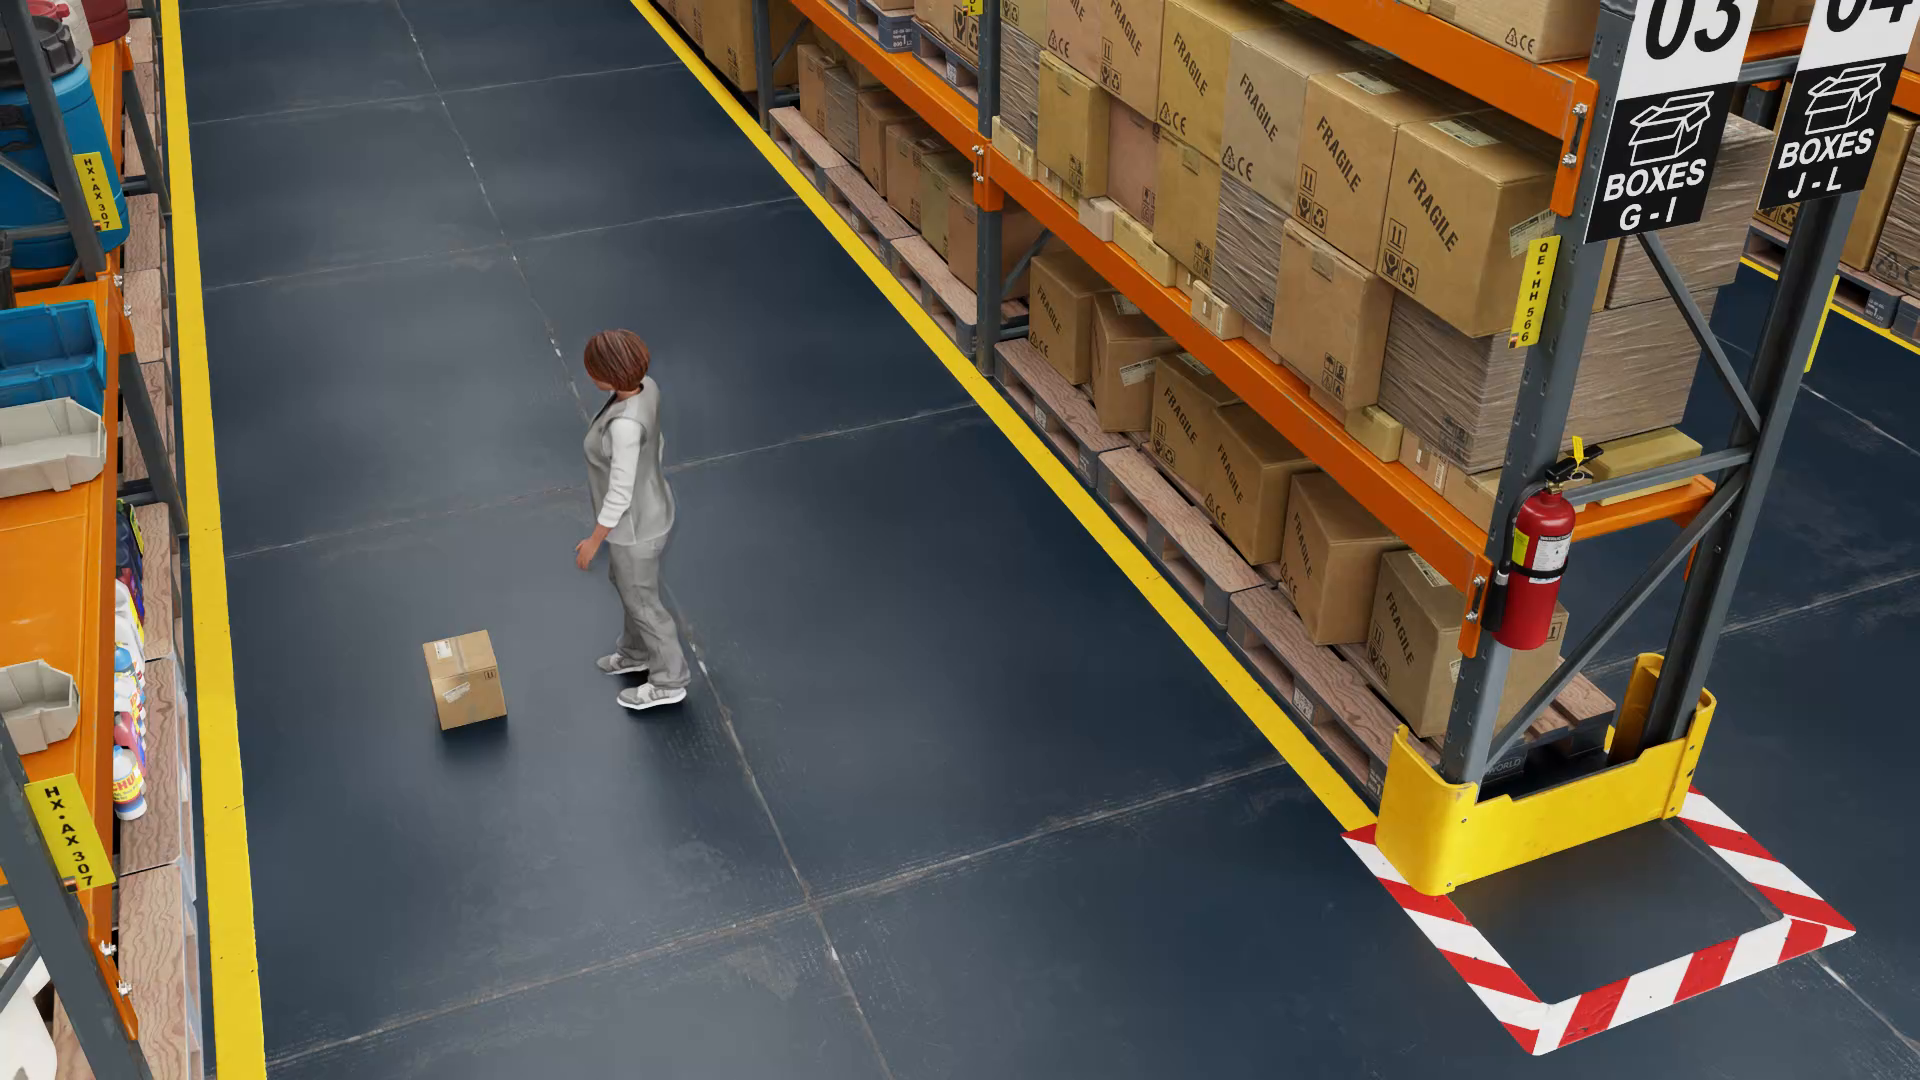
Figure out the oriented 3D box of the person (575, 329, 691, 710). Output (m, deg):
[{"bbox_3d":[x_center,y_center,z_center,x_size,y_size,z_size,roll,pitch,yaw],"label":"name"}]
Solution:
[{"bbox_3d":[-1.272,-0.045,6.215,0.424,1.634,0.458,-1,34,-2],"label":"person"}]
